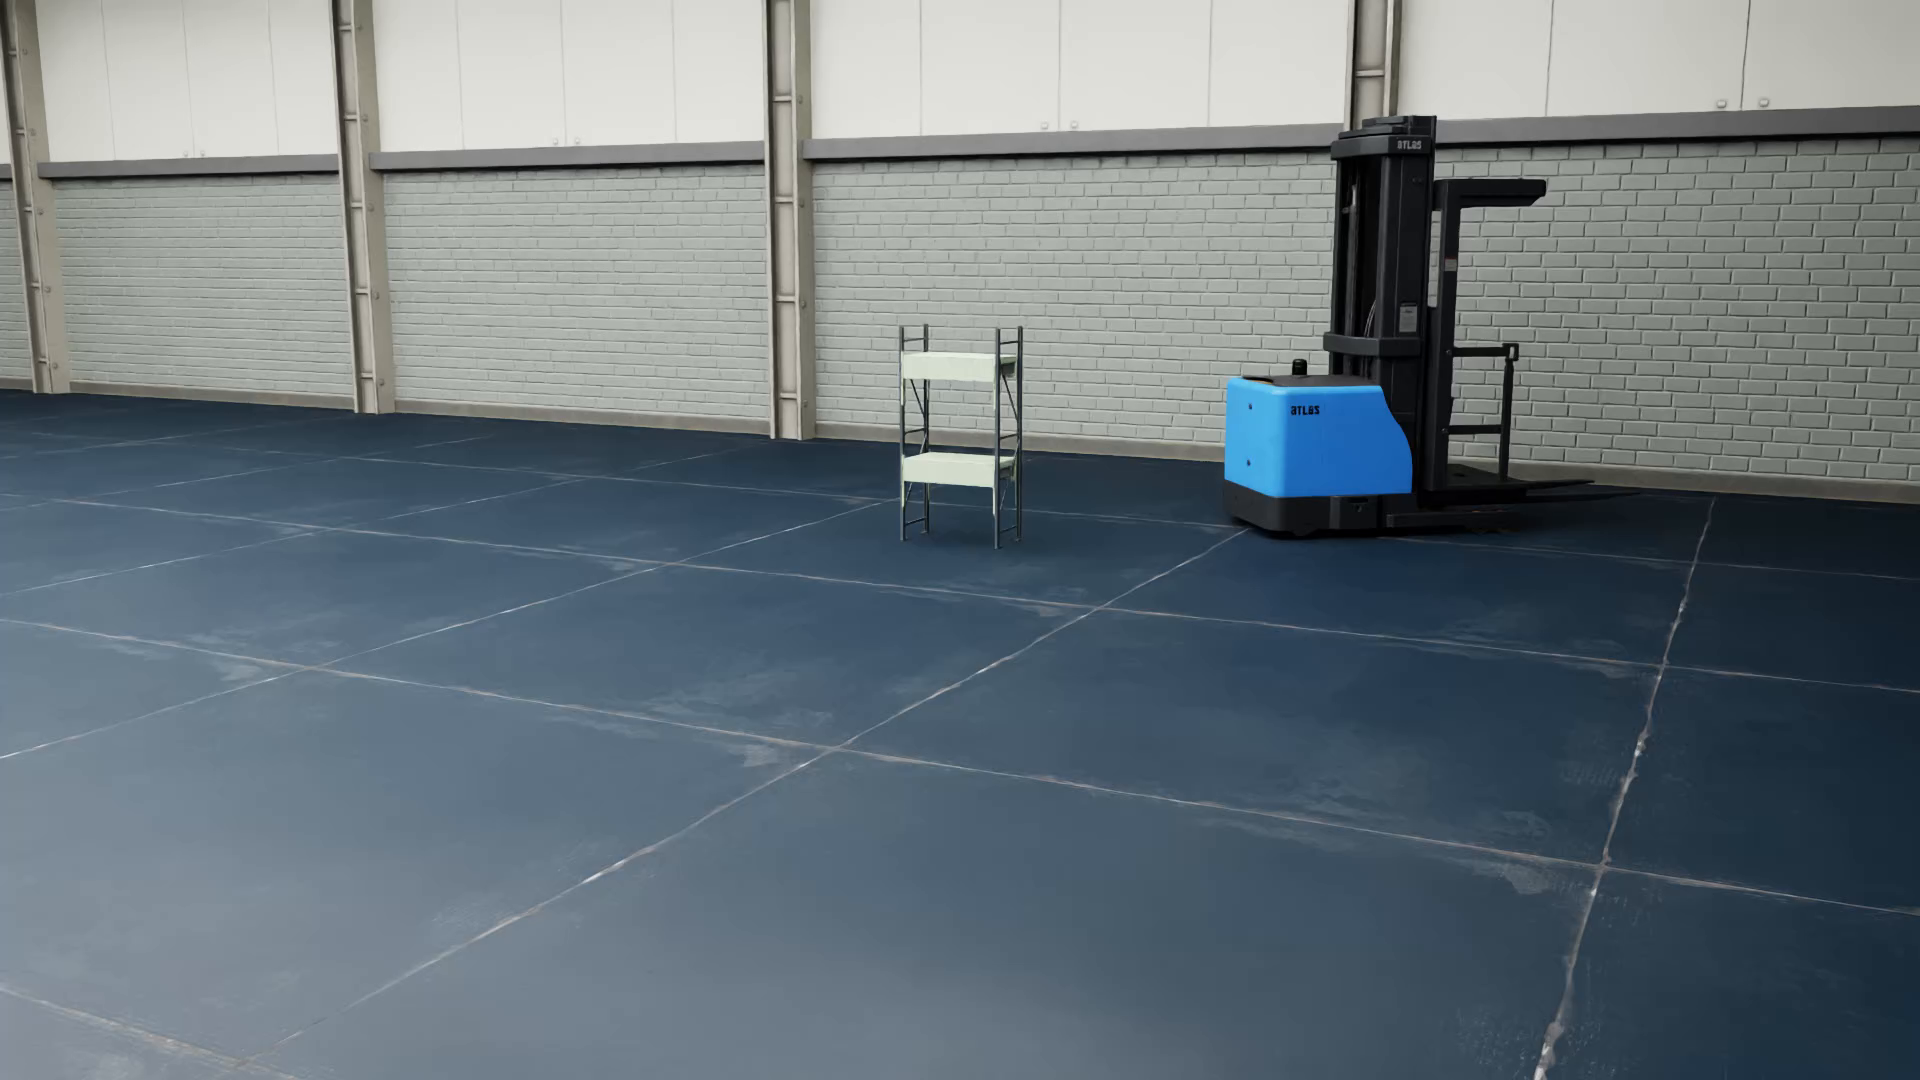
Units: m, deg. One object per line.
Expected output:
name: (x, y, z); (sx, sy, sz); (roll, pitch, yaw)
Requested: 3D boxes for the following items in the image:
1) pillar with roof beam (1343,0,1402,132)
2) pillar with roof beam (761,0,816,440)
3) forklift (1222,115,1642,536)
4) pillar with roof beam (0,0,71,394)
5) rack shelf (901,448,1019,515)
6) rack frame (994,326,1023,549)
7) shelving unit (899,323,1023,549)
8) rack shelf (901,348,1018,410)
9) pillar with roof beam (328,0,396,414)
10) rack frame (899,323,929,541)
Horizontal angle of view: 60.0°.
pillar with roof beam: (1.697, -4.360, 10.553); (0.400, 9.000, 9.100); (5, 11, 26)
pillar with roof beam: (-3.684, -4.833, 13.165); (0.400, 9.000, 9.100); (5, 11, 26)
forklift: (3.550, -1.578, 12.217); (3.031, 2.935, 1.130); (-2, 10, -12)
pillar with roof beam: (-14.445, -5.778, 18.390); (0.400, 9.000, 9.100); (5, 11, 26)
rack shelf: (0.006, -0.417, 11.652); (0.720, 0.370, 0.431); (5, 11, 26)
rack frame: (0.334, -0.709, 11.434); (0.023, 1.500, 0.400); (5, 11, 26)
shelving unit: (0.006, -0.737, 11.594); (0.755, 1.500, 0.431); (5, 11, 26)
rack shelf: (0.006, -1.122, 11.524); (0.720, 0.370, 0.431); (5, 11, 26)
pillar with roof beam: (-9.064, -5.306, 15.778); (0.400, 9.000, 9.100); (5, 11, 26)
rack frame: (-0.322, -0.766, 11.753); (0.023, 1.500, 0.400); (5, 11, 26)
